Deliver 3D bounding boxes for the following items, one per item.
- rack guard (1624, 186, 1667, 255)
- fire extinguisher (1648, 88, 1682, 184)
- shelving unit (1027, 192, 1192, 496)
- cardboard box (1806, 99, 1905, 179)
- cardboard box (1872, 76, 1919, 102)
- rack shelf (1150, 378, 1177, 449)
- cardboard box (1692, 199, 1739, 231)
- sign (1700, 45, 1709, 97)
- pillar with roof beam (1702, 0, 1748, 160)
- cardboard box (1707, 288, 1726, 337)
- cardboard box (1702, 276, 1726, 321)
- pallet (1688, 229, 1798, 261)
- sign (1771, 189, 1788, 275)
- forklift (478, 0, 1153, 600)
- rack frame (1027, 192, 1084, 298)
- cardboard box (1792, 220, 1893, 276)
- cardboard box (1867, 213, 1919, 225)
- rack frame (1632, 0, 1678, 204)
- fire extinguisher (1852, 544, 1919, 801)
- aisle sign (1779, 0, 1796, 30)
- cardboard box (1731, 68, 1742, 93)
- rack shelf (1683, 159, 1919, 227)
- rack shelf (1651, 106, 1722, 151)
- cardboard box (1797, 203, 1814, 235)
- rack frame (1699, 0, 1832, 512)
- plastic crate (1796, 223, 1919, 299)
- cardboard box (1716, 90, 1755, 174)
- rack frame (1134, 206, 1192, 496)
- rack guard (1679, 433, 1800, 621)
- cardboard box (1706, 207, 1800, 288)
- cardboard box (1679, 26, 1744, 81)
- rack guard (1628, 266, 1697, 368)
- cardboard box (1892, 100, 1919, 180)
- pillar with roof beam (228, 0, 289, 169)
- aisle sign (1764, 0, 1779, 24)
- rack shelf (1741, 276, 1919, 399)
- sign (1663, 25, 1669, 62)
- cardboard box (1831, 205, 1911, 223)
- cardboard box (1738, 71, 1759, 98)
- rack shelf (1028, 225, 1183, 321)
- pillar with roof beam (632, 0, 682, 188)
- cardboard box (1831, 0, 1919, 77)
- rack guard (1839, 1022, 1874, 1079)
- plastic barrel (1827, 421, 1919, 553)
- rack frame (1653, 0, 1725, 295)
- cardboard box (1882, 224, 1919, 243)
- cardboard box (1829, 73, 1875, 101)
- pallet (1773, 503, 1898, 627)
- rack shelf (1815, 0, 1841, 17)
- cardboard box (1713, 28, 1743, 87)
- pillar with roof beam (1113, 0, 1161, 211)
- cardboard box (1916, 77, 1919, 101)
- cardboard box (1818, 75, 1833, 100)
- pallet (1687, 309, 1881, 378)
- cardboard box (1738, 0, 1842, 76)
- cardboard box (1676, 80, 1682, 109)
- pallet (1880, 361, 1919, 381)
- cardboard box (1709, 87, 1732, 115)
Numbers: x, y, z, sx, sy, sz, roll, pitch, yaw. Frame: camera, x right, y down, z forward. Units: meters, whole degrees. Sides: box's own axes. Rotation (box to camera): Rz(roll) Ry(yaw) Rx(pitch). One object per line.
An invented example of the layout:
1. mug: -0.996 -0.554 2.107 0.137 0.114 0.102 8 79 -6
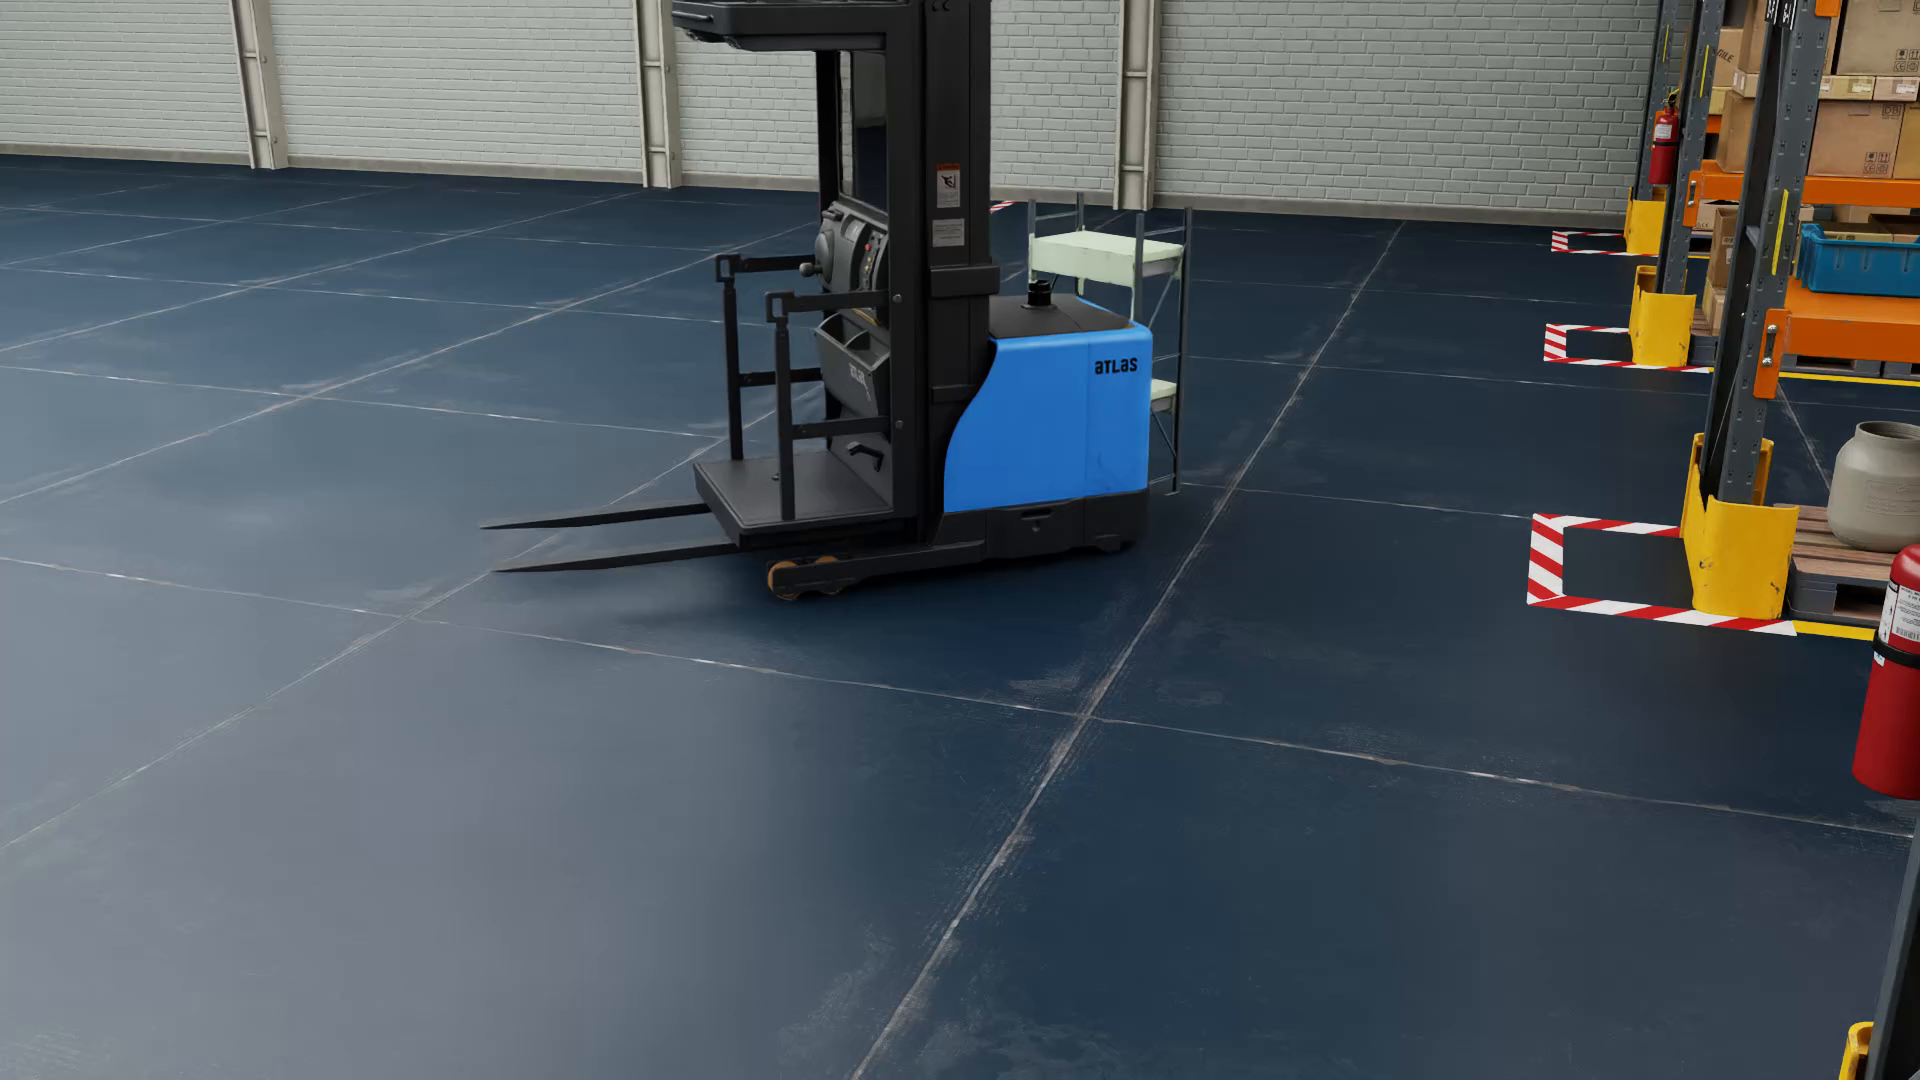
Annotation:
1. rack guard: 6.761 -3.152 16.360 0.348 0.500 1.175 7 20 18
2. fire extinguisher: 5.108 -2.921 12.016 0.183 0.674 0.296 7 20 18
3. shelving unit: 0.755 -1.001 8.670 0.431 1.500 0.755 -17 26 -41
4. cardboard box: 6.002 -2.738 11.221 0.500 0.500 0.700 7 20 19
5. cardboard box: 6.090 -2.961 10.877 0.250 0.149 0.380 6 20 17
6. rack shelf: 0.755 -0.693 8.777 0.431 0.370 0.720 -17 26 -41
7. cardboard box: 7.313 -3.176 16.047 0.500 0.311 0.500 4 20 12
8. sign: 4.879 -3.074 10.903 0.005 0.325 0.100 7 20 18
9. pillar with roof beam: 6.222 -6.028 11.699 0.400 9.000 9.100 7 20 18
10. cardboard box: 5.501 -1.573 11.571 0.500 0.250 0.500 7 20 18
11. cardboard box: 5.671 -1.734 12.033 0.500 0.250 0.500 7 20 18
12. pallet: 7.517 -2.917 16.124 1.213 0.211 1.003 7 20 18
13. sign: 3.254 -1.221 6.600 0.005 0.325 0.100 7 20 18
14. forklift: -0.671 -1.317 7.402 3.031 2.935 1.130 -7 20 -19
15. rack frame: 0.504 -1.089 8.921 0.400 1.500 0.023 -17 26 -41
16. cardboard box: 5.974 -1.874 11.294 0.500 0.500 0.500 7 20 18
17. cardboard box: 6.621 -1.985 11.615 0.500 0.500 0.500 7 20 18
18. rack frame: 6.689 -4.341 15.972 0.127 3.000 1.000 7 20 18
19. fire extinguisher: 1.856 0.160 3.176 0.183 0.674 0.296 7 20 18
20. aisle sign: 3.274 -2.405 6.468 0.004 0.787 0.394 7 20 18
21. cardboard box: 5.491 -3.172 11.481 0.250 0.149 0.380 6 20 17
22. rack shelf: 6.957 -2.244 11.051 4.000 0.370 1.077 7 20 18
23. rack shelf: 8.579 -3.785 15.471 4.000 0.370 1.077 7 20 18
24. cardboard box: 7.852 -3.115 15.871 0.500 0.311 0.500 8 21 23
25. rack frame: 3.438 -1.260 7.135 0.127 3.000 1.000 7 20 18
26. plastic crate: 4.009 -1.229 7.271 0.616 0.251 0.499 7 20 18
27. cardboard box: 5.504 -2.793 11.380 0.500 0.500 0.700 7 20 18
28. rack frame: 1.007 -0.914 8.419 0.400 1.500 0.023 -17 26 -41
29. rack guard: 3.525 -0.087 7.565 0.348 0.500 1.175 7 20 18
30. cardboard box: 5.672 -2.089 11.911 0.500 0.500 0.500 7 20 18
31. cardboard box: 7.204 -4.649 15.913 0.500 0.500 0.500 6 20 17
32. rack guard: 5.045 -1.622 11.971 0.348 0.500 1.175 7 20 18
33. cardboard box: 6.469 -2.682 11.062 0.500 0.500 0.700 7 20 18
34. pillar with roof beam: -10.781 -7.973 17.277 0.400 9.000 9.100 7 20 18
35. aisle sign: 3.468 -2.588 6.994 0.004 0.787 0.394 7 20 18
36. rack shelf: 5.327 -0.705 6.634 4.000 0.370 1.077 7 20 18
37. sign: 6.511 -4.581 15.345 0.005 0.325 0.100 7 20 18
38. cardboard box: 8.529 -3.109 15.568 0.500 0.500 0.700 5 20 15
39. cardboard box: 5.367 -3.044 11.115 0.250 0.149 0.380 6 20 18
40. rack shelf: 0.755 -1.370 8.542 0.431 0.370 0.720 -17 26 -41
41. pillar with roof beam: -5.114 -7.325 15.418 0.400 9.000 9.100 7 20 18
42. cardboard box: 6.053 -3.345 10.992 0.500 0.500 0.700 6 20 17
43. rack guard: 1.885 1.468 3.105 0.348 0.500 1.175 7 20 18
44. plastic barrel: 4.085 -0.237 7.340 0.421 0.512 0.421 0 19 0
45. rack frame: 5.067 -2.800 11.552 0.127 3.000 1.000 7 20 18
46. cardboard box: 6.450 -1.824 11.151 0.500 0.500 0.500 7 20 18
47. cardboard box: 5.853 -2.989 10.957 0.250 0.149 0.380 7 20 18
48. pallet: 4.291 0.139 7.356 1.213 0.211 1.003 7 20 18
49. rack shelf: 5.327 -2.121 6.140 4.000 0.370 1.077 7 20 18
50. cardboard box: 7.042 -4.488 15.454 0.500 0.500 0.500 7 20 18
51. pillar with roof beam: 0.554 -6.677 13.558 0.400 9.000 9.100 7 20 18
52. cardboard box: 6.343 -2.933 10.797 0.250 0.149 0.380 6 20 16
53. cardboard box: 5.618 -3.017 11.036 0.250 0.149 0.380 6 20 17
54. pallet: 5.803 -1.414 11.812 1.213 0.211 1.003 7 20 18
55. cardboard box: 5.554 -3.400 11.150 0.500 0.500 0.700 7 20 18
56. cardboard box: 7.195 -4.289 16.021 0.500 0.250 0.500 7 20 19
57. pallet: 6.952 -1.282 11.432 1.213 0.211 1.003 7 20 18
58. cardboard box: 7.046 -4.128 15.559 0.500 0.250 0.500 6 20 16
